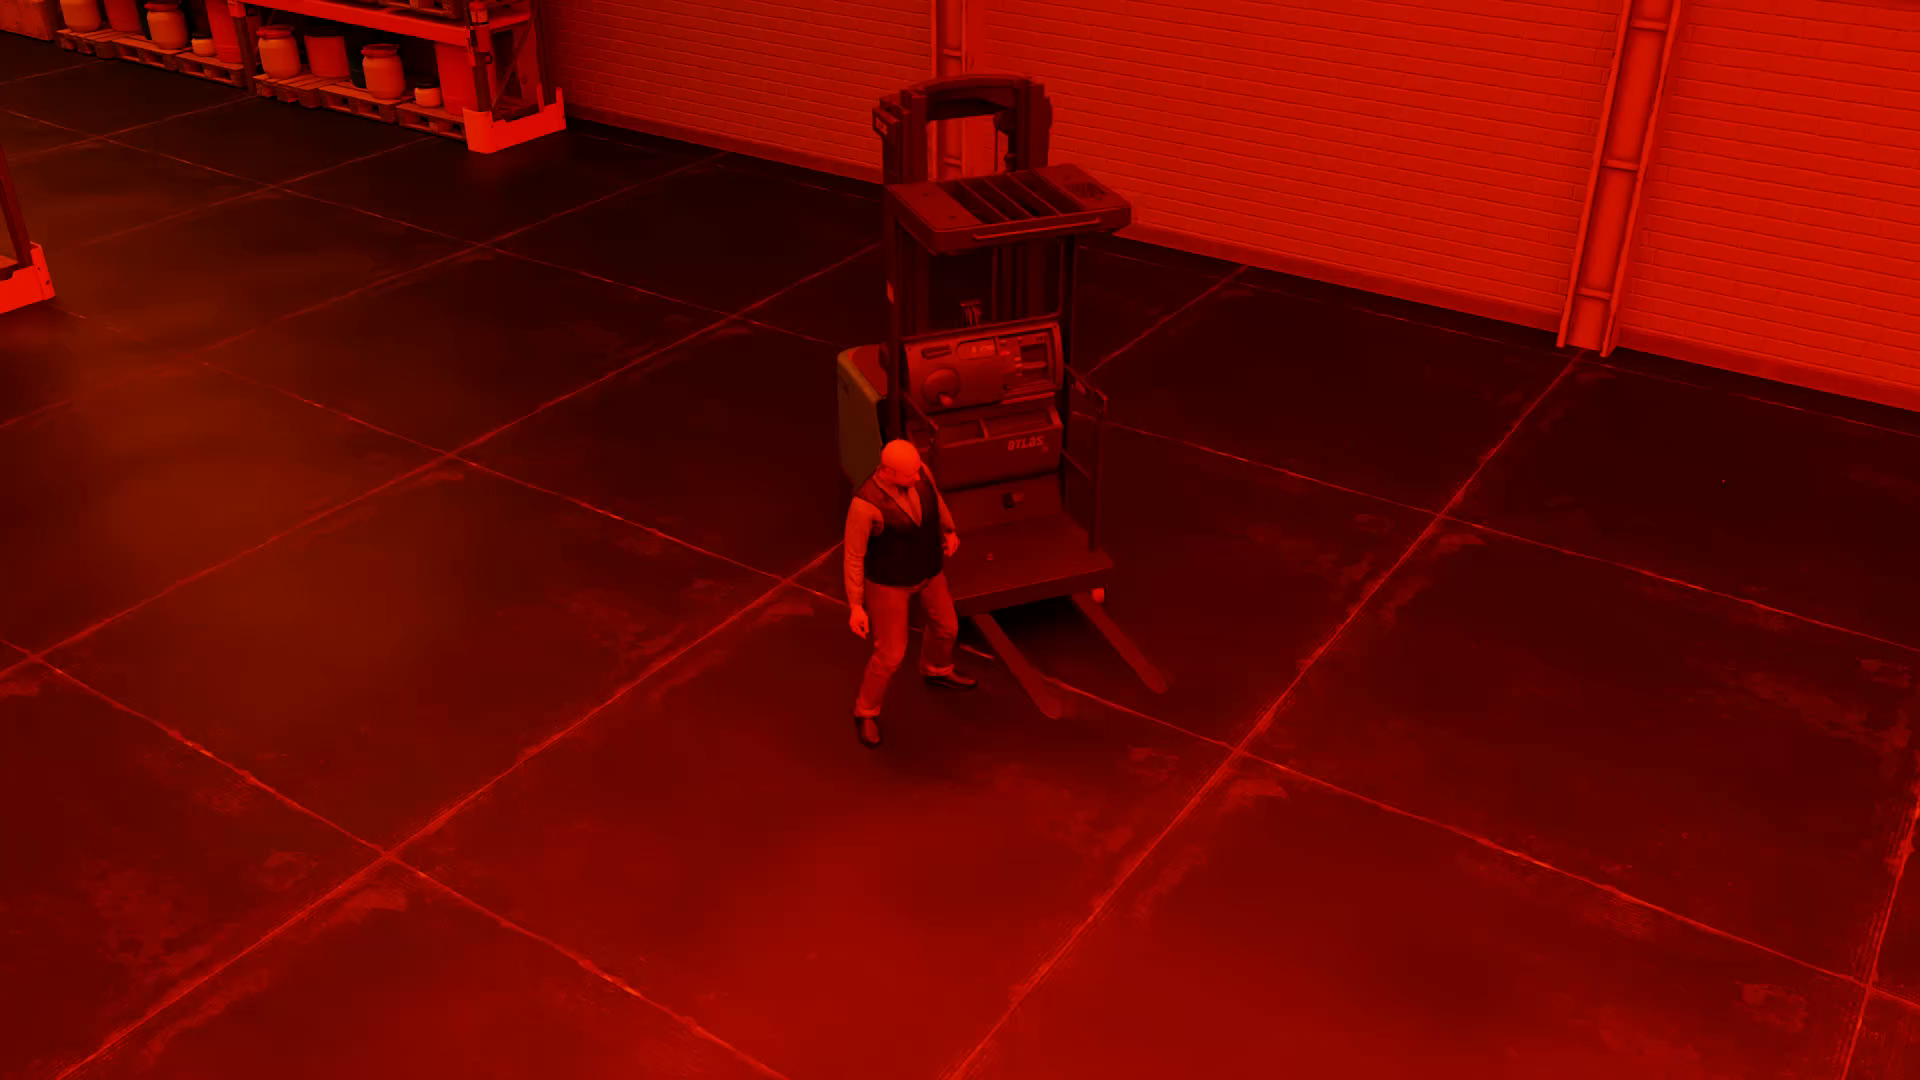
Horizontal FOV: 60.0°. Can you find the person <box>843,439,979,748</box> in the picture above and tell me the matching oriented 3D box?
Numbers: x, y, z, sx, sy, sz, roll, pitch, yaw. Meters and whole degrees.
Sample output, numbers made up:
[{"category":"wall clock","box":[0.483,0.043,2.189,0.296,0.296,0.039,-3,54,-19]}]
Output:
[{"category":"person","box":[-0.293,0.194,8.510,0.894,1.678,0.373,-26,39,-37]}]

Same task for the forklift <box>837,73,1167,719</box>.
[{"category":"forklift","box":[0.222,-0.933,9.188,1.130,2.935,3.031,-11,32,-18]}]
